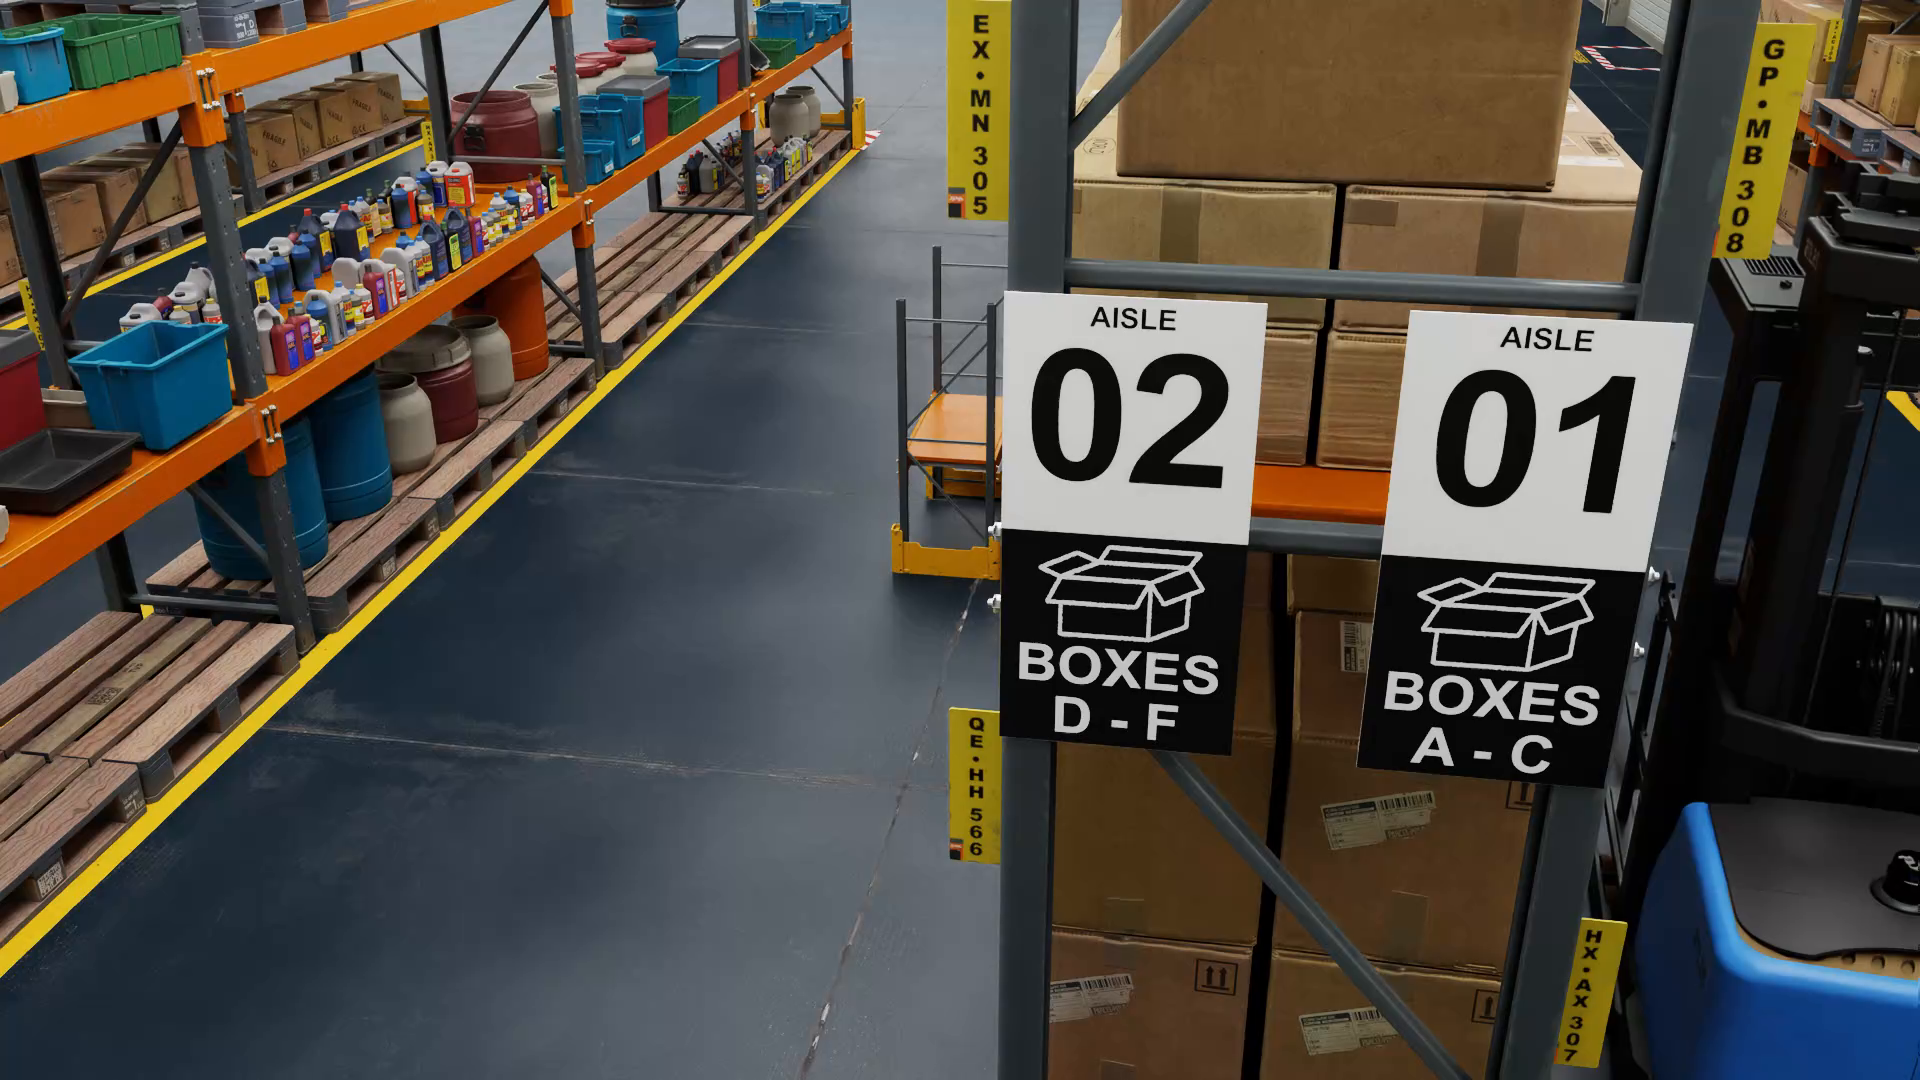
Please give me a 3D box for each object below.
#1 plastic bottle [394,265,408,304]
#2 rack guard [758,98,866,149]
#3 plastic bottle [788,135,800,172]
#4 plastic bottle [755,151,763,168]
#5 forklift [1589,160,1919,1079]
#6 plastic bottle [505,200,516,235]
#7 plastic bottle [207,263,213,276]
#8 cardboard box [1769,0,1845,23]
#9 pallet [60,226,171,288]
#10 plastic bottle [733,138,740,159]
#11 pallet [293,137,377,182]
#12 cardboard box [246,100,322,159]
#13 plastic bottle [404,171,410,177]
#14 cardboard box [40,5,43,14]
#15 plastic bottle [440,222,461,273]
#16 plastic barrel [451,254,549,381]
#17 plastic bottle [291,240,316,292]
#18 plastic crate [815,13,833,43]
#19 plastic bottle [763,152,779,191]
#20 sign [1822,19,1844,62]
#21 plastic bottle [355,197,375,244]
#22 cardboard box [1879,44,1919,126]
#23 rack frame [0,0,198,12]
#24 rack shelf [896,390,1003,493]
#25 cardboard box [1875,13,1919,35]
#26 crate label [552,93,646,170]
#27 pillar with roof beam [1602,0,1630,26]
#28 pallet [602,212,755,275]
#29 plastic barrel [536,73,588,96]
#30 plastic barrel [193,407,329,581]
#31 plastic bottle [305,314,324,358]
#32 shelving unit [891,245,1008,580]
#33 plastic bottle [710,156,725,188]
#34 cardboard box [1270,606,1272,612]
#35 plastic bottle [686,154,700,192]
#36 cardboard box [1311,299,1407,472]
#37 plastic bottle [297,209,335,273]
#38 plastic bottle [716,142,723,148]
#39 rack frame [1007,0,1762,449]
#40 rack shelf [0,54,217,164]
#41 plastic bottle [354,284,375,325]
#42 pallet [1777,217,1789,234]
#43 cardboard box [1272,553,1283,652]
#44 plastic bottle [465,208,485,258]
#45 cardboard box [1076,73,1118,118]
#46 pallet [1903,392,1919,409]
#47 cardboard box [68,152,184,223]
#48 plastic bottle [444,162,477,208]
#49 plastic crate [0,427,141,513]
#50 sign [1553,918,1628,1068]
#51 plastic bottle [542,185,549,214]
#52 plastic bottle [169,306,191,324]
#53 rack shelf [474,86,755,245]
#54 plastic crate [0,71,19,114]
[{"bbox_3d":[-3.009,-1.365,8.863,0.097,0.201,0.097,0,25,0],"label":"plastic bottle"},{"bbox_3d":[-1.662,-4.706,18.714,1.175,0.500,0.348,4,25,9],"label":"rack guard"},{"bbox_3d":[-1.678,-3.843,16.528,0.144,0.351,0.185,5,26,11],"label":"plastic bottle"},{"bbox_3d":[-1.951,-3.519,15.835,0.144,0.351,0.185,4,25,9],"label":"plastic bottle"},{"bbox_3d":[2.876,0.194,5.379,1.130,2.935,3.031,6,26,14],"label":"forklift"},{"bbox_3d":[-2.771,-1.973,10.161,0.097,0.201,0.097,0,25,0],"label":"plastic bottle"},{"bbox_3d":[-3.800,-1.316,8.582,0.144,0.351,0.185,4,25,9],"label":"plastic bottle"},{"bbox_3d":[7.365,-4.433,14.451,0.500,0.500,0.500,3,25,7],"label":"cardboard box"},{"bbox_3d":[-7.559,-2.443,14.220,1.003,0.211,1.213,4,25,9],"label":"pallet"},{"bbox_3d":[-2.317,-4.025,17.093,0.097,0.201,0.097,0,25,0],"label":"plastic bottle"},{"bbox_3d":[-6.965,-4.076,17.708,1.003,0.211,1.213,4,25,9],"label":"pallet"},{"bbox_3d":[-7.022,-4.271,17.290,0.500,0.500,0.500,2,25,4],"label":"cardboard box"},{"bbox_3d":[-3.492,-2.182,10.510,0.061,0.283,0.133,4,25,9],"label":"plastic bottle"},{"bbox_3d":[-7.505,-4.683,14.513,1.000,1.000,1.000,4,25,9],"label":"cardboard box"},{"bbox_3d":[-2.888,-1.665,9.406,0.061,0.283,0.133,4,25,9],"label":"plastic bottle"},{"bbox_3d":[-3.067,-1.529,11.042,0.600,0.830,0.708,4,25,9],"label":"plastic barrel"},{"bbox_3d":[-3.584,-1.499,9.067,0.097,0.271,0.097,0,25,0],"label":"plastic bottle"},{"bbox_3d":[-1.595,-5.305,17.220,0.499,0.251,0.408,4,25,9],"label":"plastic crate"},{"bbox_3d":[-1.809,-3.509,15.813,0.144,0.351,0.185,5,25,10],"label":"plastic bottle"},{"bbox_3d":[6.887,-3.940,13.109,0.100,0.325,0.005,4,25,9],"label":"sign"},{"bbox_3d":[-3.575,-1.918,9.961,0.097,0.271,0.097,0,25,0],"label":"plastic bottle"},{"bbox_3d":[7.208,-3.315,12.156,0.700,0.500,0.500,7,26,14],"label":"cardboard box"},{"bbox_3d":[-3.658,-3.571,6.265,1.000,3.000,0.127,4,25,9],"label":"rack frame"},{"bbox_3d":[0.014,-0.552,9.085,0.538,0.185,1.000,4,25,9],"label":"rack shelf"},{"bbox_3d":[7.707,-3.977,13.476,0.500,0.500,0.500,3,25,7],"label":"cardboard box"},{"bbox_3d":[-2.575,-2.940,11.951,0.502,0.435,0.616,4,25,9],"label":"crate label"},{"bbox_3d":[6.530,-12.868,26.127,9.100,9.000,0.400,4,25,9],"label":"pillar with roof beam"},{"bbox_3d":[-2.440,-2.606,14.569,1.003,0.211,1.213,4,25,9],"label":"pallet"},{"bbox_3d":[-2.978,-3.199,12.415,0.421,0.512,0.421,0,25,0],"label":"plastic barrel"},{"bbox_3d":[-3.552,-0.321,8.376,0.600,0.901,0.708,4,25,9],"label":"plastic barrel"},{"bbox_3d":[-3.154,-0.994,8.069,0.097,0.201,0.097,0,25,0],"label":"plastic bottle"},{"bbox_3d":[0.012,-0.711,9.000,0.587,1.500,1.083,4,25,9],"label":"shelving unit"},{"bbox_3d":[-2.348,-3.536,15.959,0.152,0.276,0.135,4,25,9],"label":"plastic bottle"},{"bbox_3d":[1.071,0.525,4.473,0.500,0.500,0.500,4,25,8],"label":"cardboard box"},{"bbox_3d":[-2.529,-3.489,15.772,0.144,0.351,0.185,3,25,7],"label":"plastic bottle"},{"bbox_3d":[0.910,-0.325,3.044,0.500,0.250,0.500,4,25,9],"label":"cardboard box"},{"bbox_3d":[-3.650,-1.700,9.401,0.144,0.351,0.185,4,25,9],"label":"plastic bottle"},{"bbox_3d":[-2.406,-3.830,16.594,0.097,0.271,0.097,0,25,0],"label":"plastic bottle"},{"bbox_3d":[0.575,-1.554,1.955,1.000,3.000,0.127,4,25,9],"label":"rack frame"},{"bbox_3d":[-3.985,-1.051,5.267,1.077,0.370,4.000,4,25,9],"label":"rack shelf"},{"bbox_3d":[-3.069,-1.213,8.537,0.097,0.201,0.097,0,25,0],"label":"plastic bottle"},{"bbox_3d":[7.696,-3.046,15.508,1.003,0.211,1.213,4,25,9],"label":"pallet"},{"bbox_3d":[1.072,0.070,4.265,0.500,0.500,0.500,4,25,9],"label":"cardboard box"},{"bbox_3d":[-2.836,-1.798,9.690,0.061,0.283,0.133,4,25,9],"label":"plastic bottle"},{"bbox_3d":[0.489,-0.795,3.460,0.500,0.250,0.500,4,25,9],"label":"cardboard box"},{"bbox_3d":[6.899,-0.905,10.934,1.003,0.211,1.213,4,25,9],"label":"pallet"},{"bbox_3d":[-7.455,-3.157,14.886,0.700,0.500,0.500,4,25,8],"label":"cardboard box"},{"bbox_3d":[-3.243,-2.302,10.776,0.152,0.276,0.135,4,25,9],"label":"plastic bottle"},{"bbox_3d":[-3.576,-0.270,6.543,0.437,0.125,0.590,4,25,9],"label":"plastic crate"},{"bbox_3d":[1.110,0.809,2.963,0.100,0.325,0.005,4,25,9],"label":"sign"},{"bbox_3d":[-2.686,-2.192,10.628,0.097,0.201,0.097,0,25,0],"label":"plastic bottle"},{"bbox_3d":[-3.838,-1.054,8.197,0.097,0.201,0.097,0,25,0],"label":"plastic bottle"},{"bbox_3d":[-2.677,-3.038,13.051,1.077,0.370,4.000,4,25,9],"label":"rack shelf"},{"bbox_3d":[-3.490,-1.535,5.764,0.293,0.136,0.466,4,25,9],"label":"plastic crate"}]
